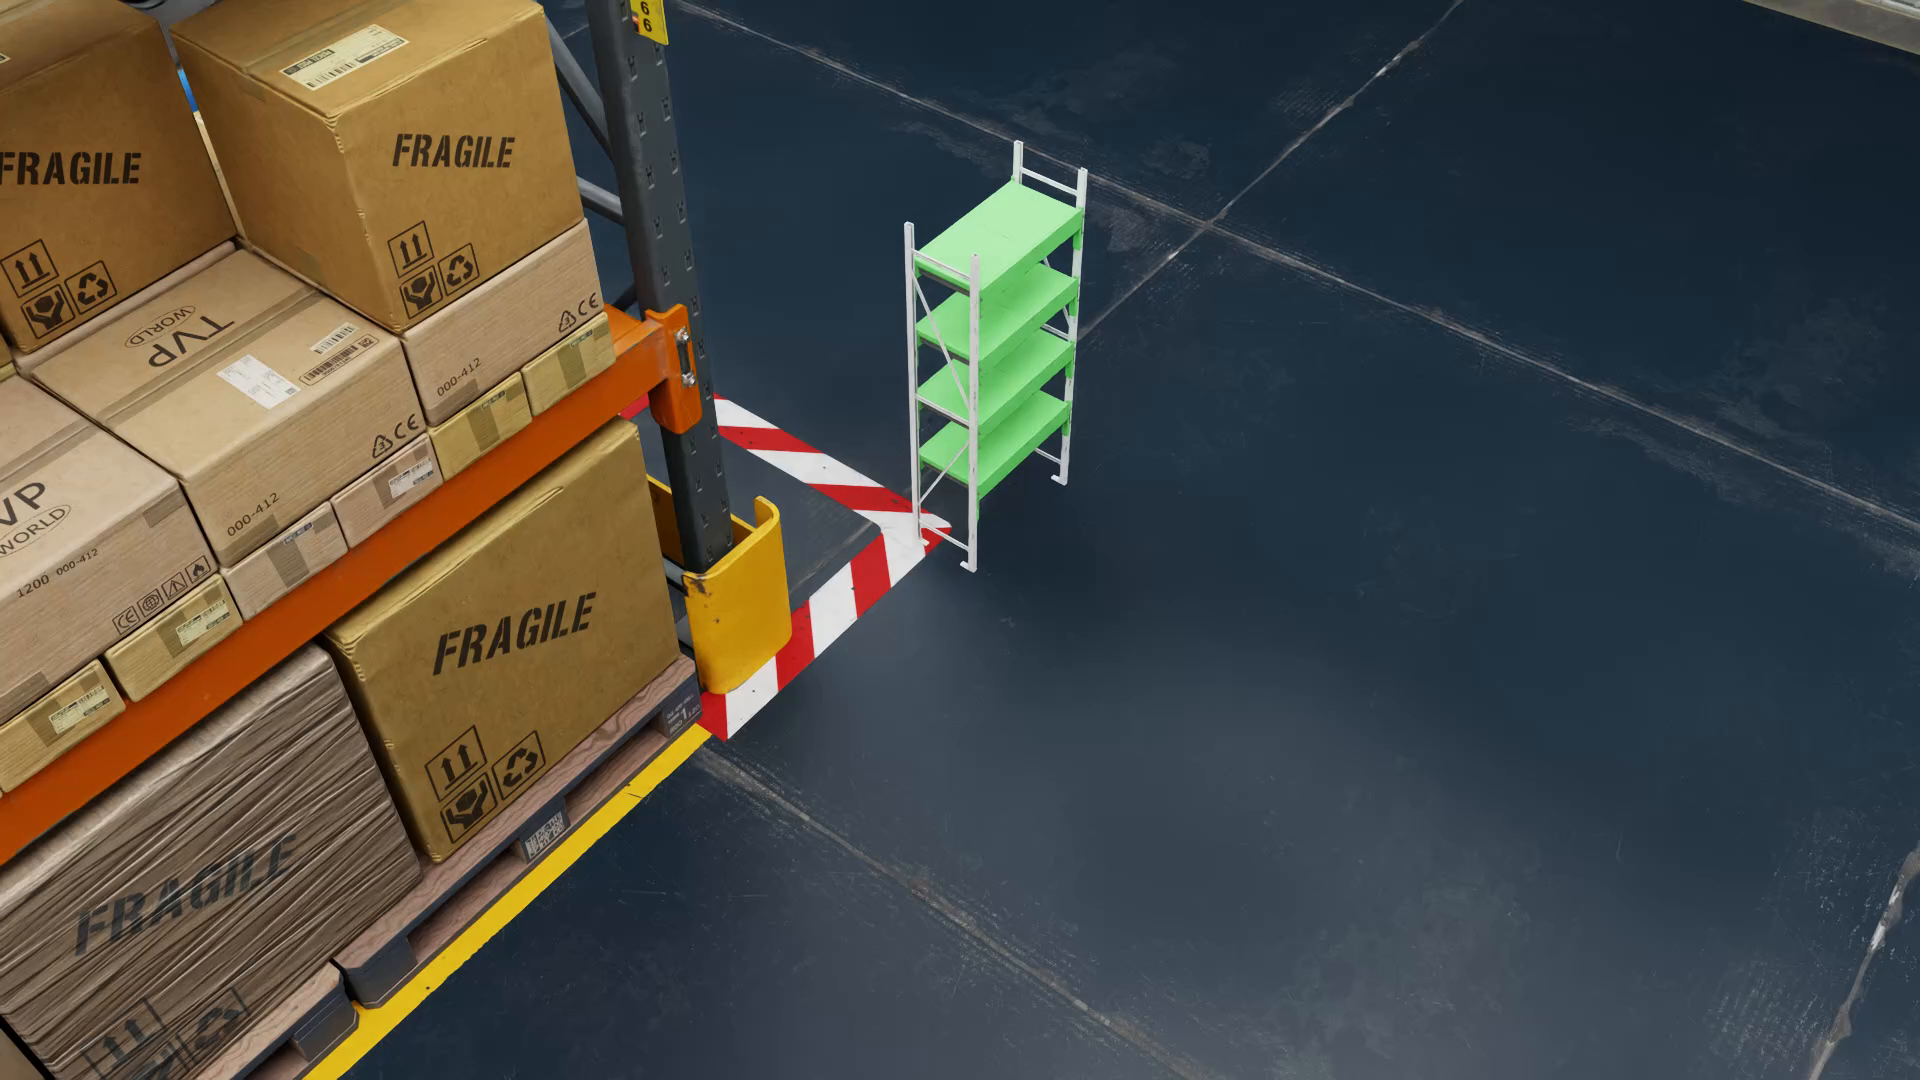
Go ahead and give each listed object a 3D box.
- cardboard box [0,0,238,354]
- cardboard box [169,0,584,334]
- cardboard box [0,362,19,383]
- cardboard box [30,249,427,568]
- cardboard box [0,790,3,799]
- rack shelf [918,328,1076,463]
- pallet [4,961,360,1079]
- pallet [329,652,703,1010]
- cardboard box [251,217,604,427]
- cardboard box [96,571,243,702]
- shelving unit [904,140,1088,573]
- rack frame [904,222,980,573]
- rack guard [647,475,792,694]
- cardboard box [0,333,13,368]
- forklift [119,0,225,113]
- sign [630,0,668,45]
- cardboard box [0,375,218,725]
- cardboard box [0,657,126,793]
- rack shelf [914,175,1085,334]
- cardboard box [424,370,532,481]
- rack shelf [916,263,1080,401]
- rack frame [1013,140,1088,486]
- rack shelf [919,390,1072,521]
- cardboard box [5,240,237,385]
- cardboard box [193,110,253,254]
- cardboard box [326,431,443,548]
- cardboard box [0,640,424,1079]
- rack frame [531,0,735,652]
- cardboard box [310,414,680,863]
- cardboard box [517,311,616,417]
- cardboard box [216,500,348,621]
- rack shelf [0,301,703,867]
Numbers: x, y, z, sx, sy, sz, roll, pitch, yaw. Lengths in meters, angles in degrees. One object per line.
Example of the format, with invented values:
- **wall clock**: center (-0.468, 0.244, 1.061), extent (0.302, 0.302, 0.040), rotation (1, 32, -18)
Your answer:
- **cardboard box**: center (-1.871, -0.781, 3.301), extent (0.500, 0.500, 0.500), rotation (28, 52, 24)
- **cardboard box**: center (-1.148, -0.827, 3.345), extent (0.500, 0.500, 0.500), rotation (30, 53, 25)
- **cardboard box**: center (-2.188, -0.221, 3.285), extent (0.500, 0.250, 0.500), rotation (28, 52, 24)
- **cardboard box**: center (-1.455, -0.278, 3.340), extent (0.500, 0.250, 0.500), rotation (28, 53, 24)
- **cardboard box**: center (-1.950, 0.399, 2.968), extent (0.380, 0.149, 0.250), rotation (30, 53, 26)
- **rack shelf**: center (0.101, -0.465, 4.953), extent (0.258, 0.148, 0.480), rotation (29, 53, 25)
- **pallet**: center (-2.231, 1.238, 3.921), extent (1.003, 0.211, 1.213), rotation (29, 53, 25)
- **pallet**: center (-1.485, 0.543, 4.585), extent (1.003, 0.211, 1.213), rotation (29, 53, 25)
- **cardboard box**: center (-1.145, -0.568, 3.617), extent (0.500, 0.250, 0.500), rotation (28, 53, 24)
- **cardboard box**: center (-1.639, 0.109, 3.245), extent (0.380, 0.149, 0.250), rotation (28, 52, 24)
- **shelving unit**: center (0.101, -0.509, 4.907), extent (0.258, 1.200, 0.503), rotation (29, 53, 25)
- **rack frame**: center (-0.048, -0.370, 4.773), extent (0.240, 1.200, 0.015), rotation (29, 53, 25)
- **rack guard**: center (-1.044, -0.062, 4.964), extent (1.175, 0.500, 0.348), rotation (29, 53, 25)
- **cardboard box**: center (-2.183, -0.481, 3.015), extent (0.500, 0.500, 0.500), rotation (28, 52, 24)
- **forklift**: center (-3.739, -2.199, 5.324), extent (3.031, 2.935, 1.130), rotation (10, 47, 10)
- **sign**: center (-0.637, -1.146, 3.306), extent (0.100, 0.325, 0.005), rotation (29, 53, 25)
- **cardboard box**: center (-1.766, 0.013, 3.061), extent (0.500, 0.250, 0.500), rotation (27, 52, 24)
- **cardboard box**: center (-1.797, 0.258, 3.103), extent (0.380, 0.149, 0.250), rotation (29, 53, 25)
- **rack shelf**: center (0.101, -0.797, 4.606), extent (0.258, 0.148, 0.480), rotation (29, 53, 25)
- **cardboard box**: center (-1.173, -0.326, 3.661), extent (0.380, 0.149, 0.250), rotation (30, 53, 25)
- **rack shelf**: center (0.101, -0.631, 4.779), extent (0.258, 0.148, 0.480), rotation (29, 53, 25)
- **rack frame**: center (0.250, -0.649, 5.040), extent (0.240, 1.200, 0.015), rotation (29, 53, 25)
- **rack shelf**: center (0.101, -0.299, 5.126), extent (0.258, 0.148, 0.480), rotation (29, 53, 25)
- **cardboard box**: center (-1.878, -0.507, 3.558), extent (0.500, 0.250, 0.500), rotation (29, 53, 25)
- **cardboard box**: center (-1.565, -0.808, 3.845), extent (0.500, 0.250, 0.500), rotation (28, 52, 24)
- **cardboard box**: center (-1.328, -0.183, 3.524), extent (0.380, 0.149, 0.250), rotation (29, 53, 25)
- **cardboard box**: center (-1.943, 0.599, 3.782), extent (0.875, 0.875, 0.875), rotation (29, 53, 25)
- **rack frame**: center (-1.058, -0.912, 4.047), extent (1.000, 3.000, 0.127), rotation (29, 53, 25)
- **cardboard box**: center (-1.386, 0.078, 4.280), extent (0.875, 0.875, 0.875), rotation (29, 53, 25)
- **cardboard box**: center (-1.015, -0.476, 3.804), extent (0.380, 0.149, 0.250), rotation (30, 53, 26)
- **cardboard box**: center (-1.481, -0.040, 3.388), extent (0.380, 0.149, 0.250), rotation (30, 53, 26)
- **rack shelf**: center (-2.281, 0.481, 3.214), extent (1.077, 0.370, 4.000), rotation (29, 53, 25)
